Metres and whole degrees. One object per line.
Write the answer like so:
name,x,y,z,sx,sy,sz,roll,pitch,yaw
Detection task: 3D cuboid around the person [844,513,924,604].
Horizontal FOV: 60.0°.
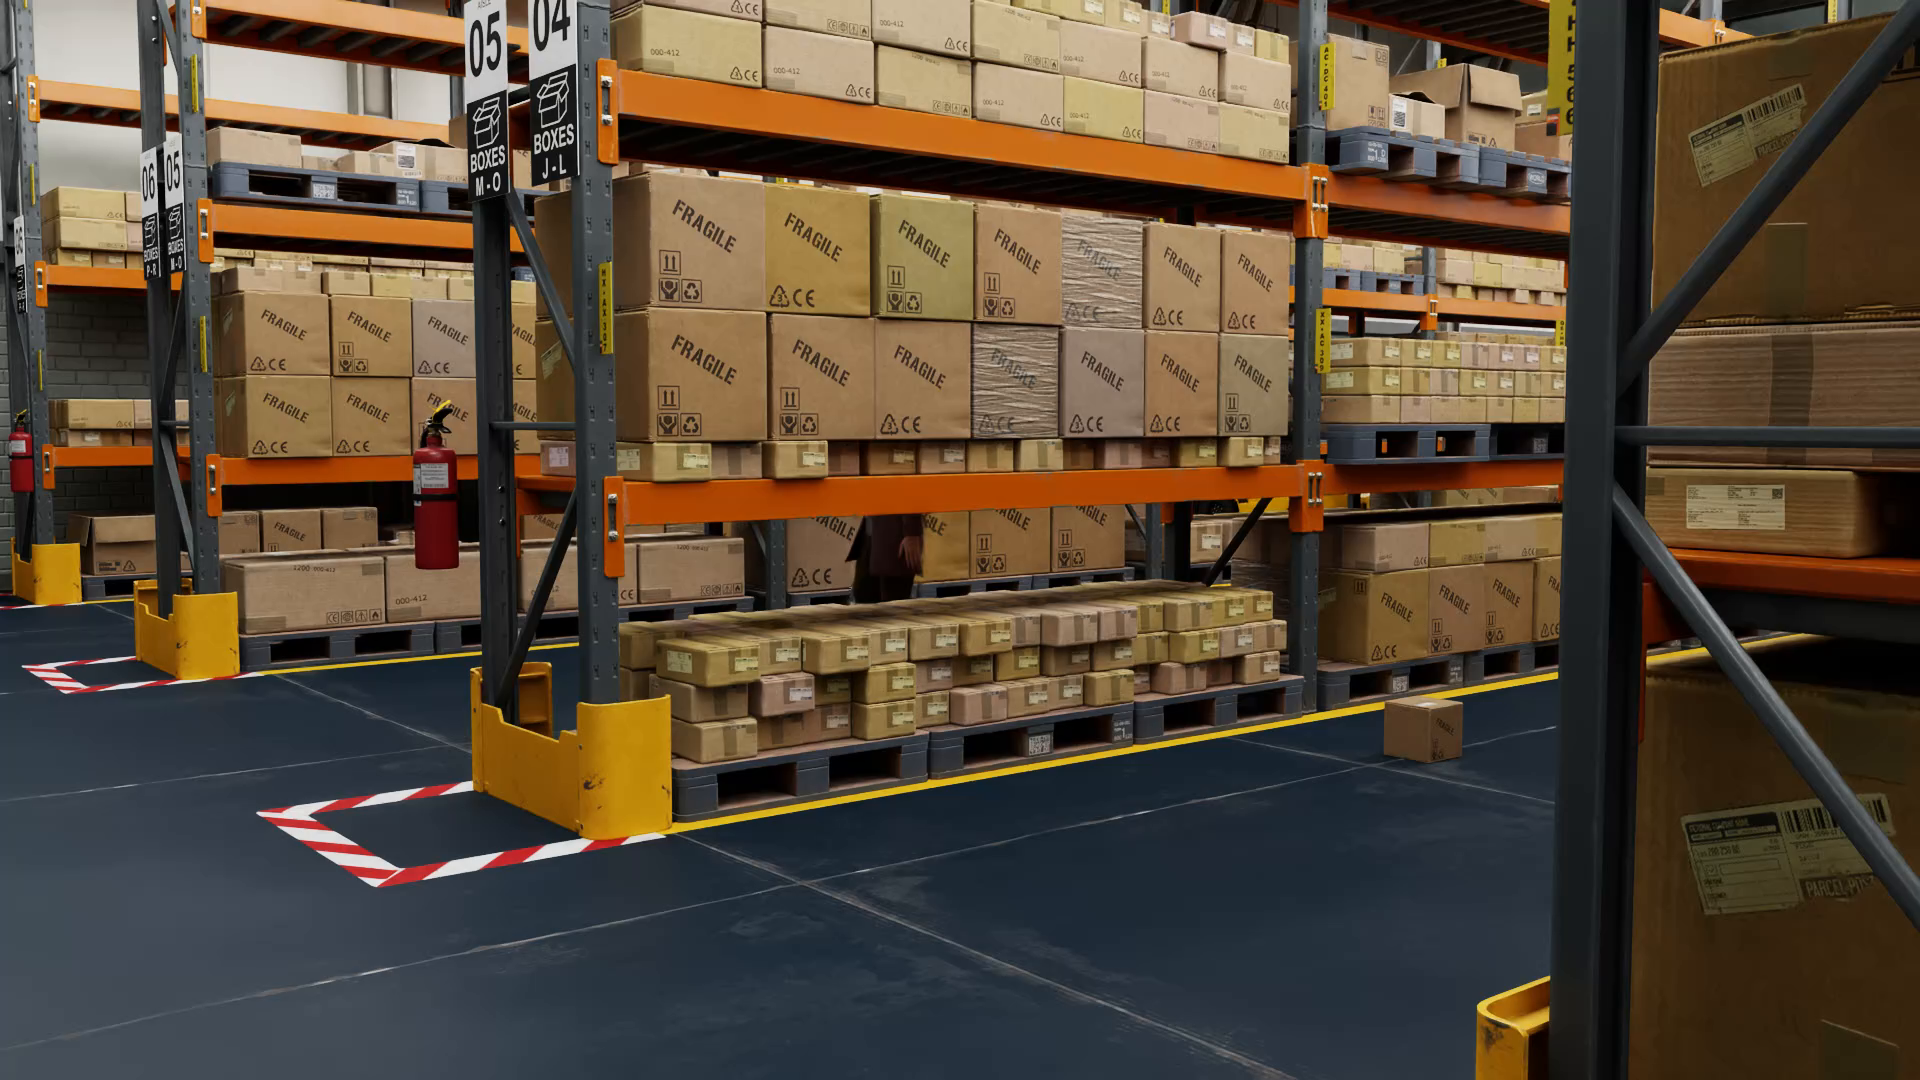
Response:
person,-0.330,-0.043,9.397,0.580,1.771,0.625,-2,5,-25
